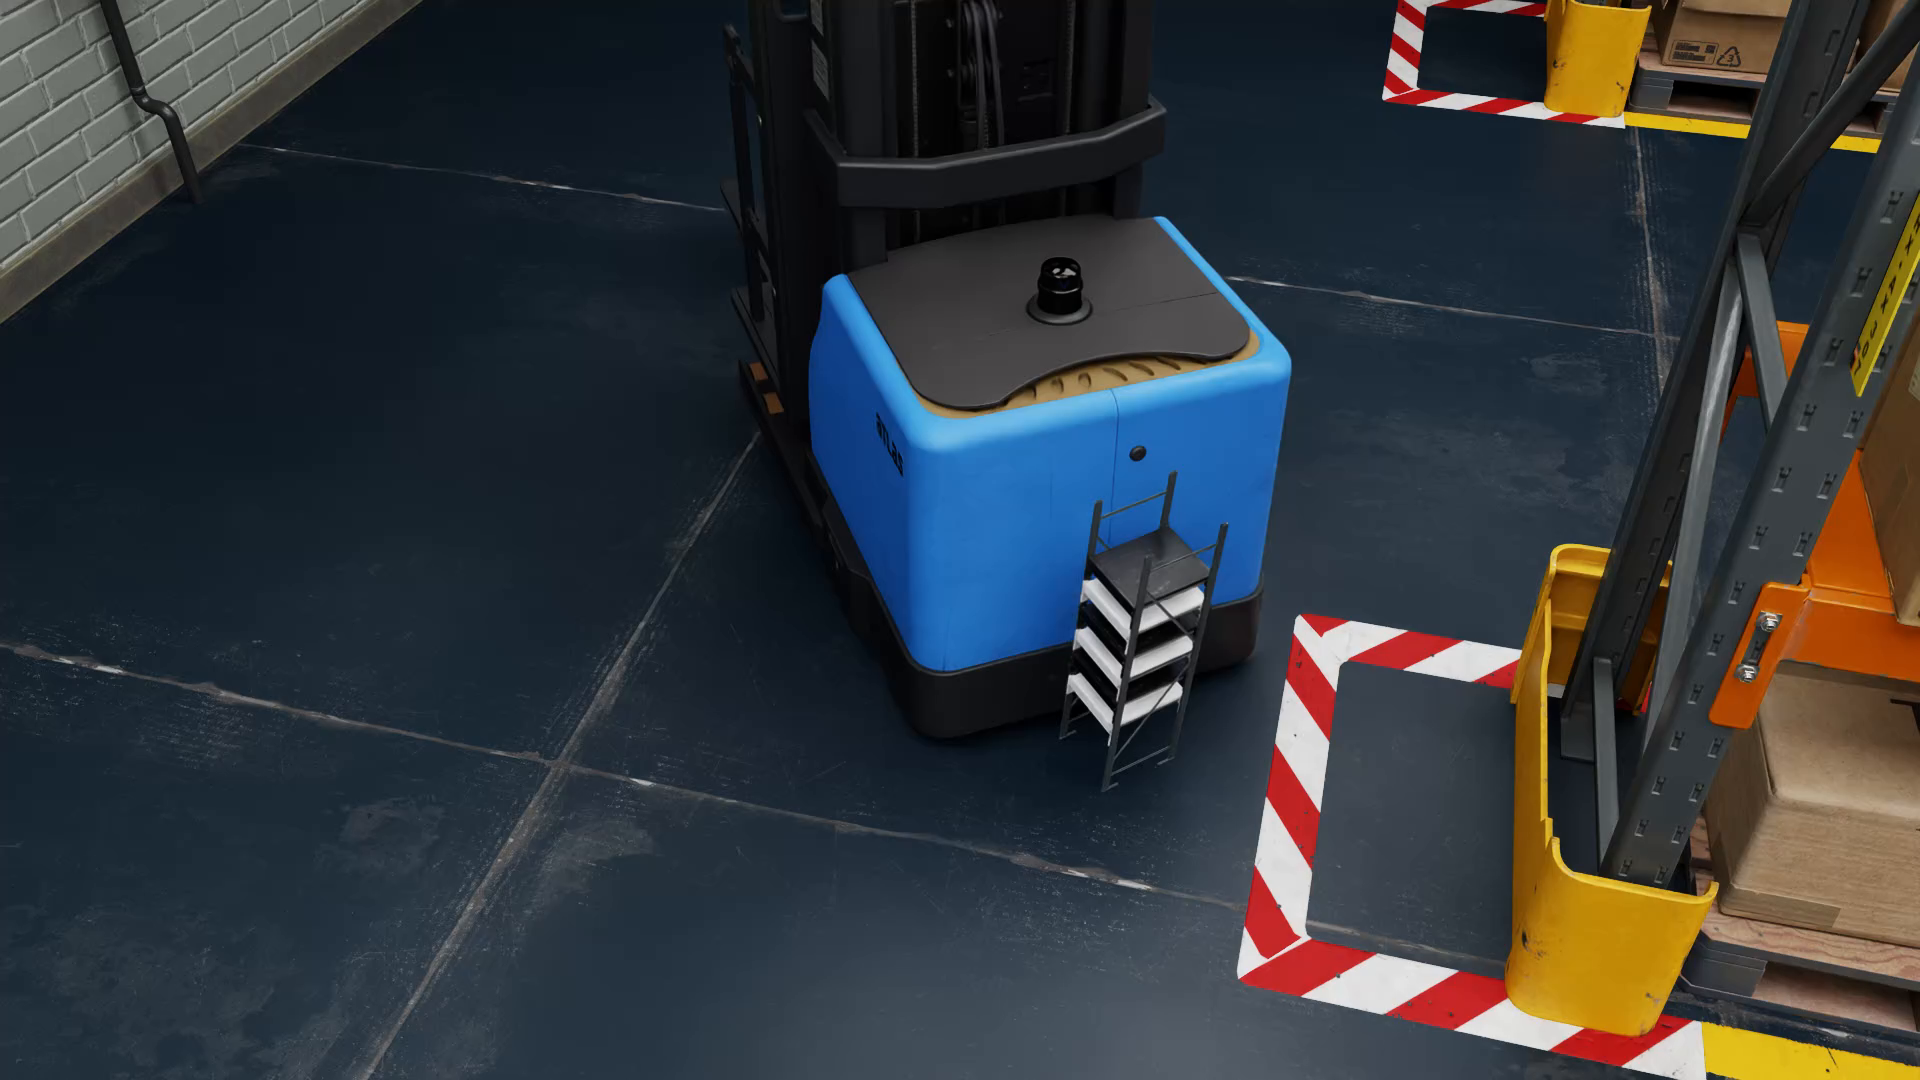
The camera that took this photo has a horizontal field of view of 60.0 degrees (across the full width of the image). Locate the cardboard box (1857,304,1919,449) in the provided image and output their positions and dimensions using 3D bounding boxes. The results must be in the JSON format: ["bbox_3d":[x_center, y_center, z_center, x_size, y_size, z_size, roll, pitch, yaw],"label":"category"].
[{"bbox_3d":[2.162,-0.492,3.425,0.500,0.500,0.500,10,41,12],"label":"cardboard box"}]

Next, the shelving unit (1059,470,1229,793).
[{"bbox_3d":[0.452,0.253,4.236,0.258,0.900,0.210,-21,50,-23],"label":"shelving unit"}]

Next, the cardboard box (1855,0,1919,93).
[{"bbox_3d":[4.289,-2.330,7.309,0.500,0.500,0.700,11,41,13],"label":"cardboard box"}]

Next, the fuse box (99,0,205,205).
[{"bbox_3d":[-3.142,-2.079,6.395,0.414,1.711,0.539,10,41,11],"label":"fuse box"}]

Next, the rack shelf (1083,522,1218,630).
[{"bbox_3d":[0.464,0.086,4.068,0.258,0.077,0.200,-21,50,-23],"label":"rack shelf"}]

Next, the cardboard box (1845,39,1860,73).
[{"bbox_3d":[3.874,-2.267,7.507,0.250,0.149,0.380,8,41,10],"label":"cardboard box"}]

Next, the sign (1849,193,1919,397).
[{"bbox_3d":[1.478,-0.387,2.644,0.005,0.325,0.100,10,41,11],"label":"sign"}]

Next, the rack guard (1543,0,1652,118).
[{"bbox_3d":[2.980,-2.484,7.819,0.348,0.500,1.175,10,41,11],"label":"rack guard"}]

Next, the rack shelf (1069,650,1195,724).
[{"bbox_3d":[0.445,0.340,4.323,0.258,0.077,0.200,-21,50,-23],"label":"rack shelf"}]

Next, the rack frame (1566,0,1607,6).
[{"bbox_3d":[2.907,-3.453,7.030,0.127,3.000,1.000,10,41,11],"label":"rack frame"}]

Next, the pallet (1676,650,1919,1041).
[{"bbox_3d":[2.420,0.783,4.154,1.213,0.211,1.003,10,41,11],"label":"pallet"}]

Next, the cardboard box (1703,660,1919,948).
[{"bbox_3d":[2.291,0.499,3.989,0.875,0.438,0.875,8,41,10],"label":"cardboard box"}]

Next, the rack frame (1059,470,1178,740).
[{"bbox_3d":[0.399,0.189,4.295,0.240,0.900,0.006,-21,50,-23],"label":"rack frame"}]

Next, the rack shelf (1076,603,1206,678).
[{"bbox_3d":[0.455,0.213,4.196,0.258,0.077,0.200,-21,50,-23],"label":"rack shelf"}]

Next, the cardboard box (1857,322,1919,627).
[{"bbox_3d":[2.017,-0.149,3.018,0.500,0.500,0.500,9,41,11],"label":"cardboard box"}]

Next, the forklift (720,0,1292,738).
[{"bbox_3d":[-0.123,-1.542,4.807,1.130,2.935,3.031,-13,42,-15],"label":"forklift"}]

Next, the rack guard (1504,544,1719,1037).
[{"bbox_3d":[1.604,0.584,4.166,0.348,0.500,1.175,10,41,11],"label":"rack guard"}]

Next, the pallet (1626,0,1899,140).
[{"bbox_3d":[3.751,-2.241,7.754,1.213,0.211,1.003,10,41,11],"label":"pallet"}]

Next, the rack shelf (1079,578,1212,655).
[{"bbox_3d":[0.459,0.149,4.132,0.258,0.077,0.200,-21,50,-23],"label":"rack shelf"}]

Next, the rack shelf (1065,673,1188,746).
[{"bbox_3d":[0.440,0.403,4.386,0.258,0.077,0.200,-21,50,-23],"label":"rack shelf"}]

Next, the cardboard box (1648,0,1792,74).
[{"bbox_3d":[3.473,-2.498,7.506,0.637,0.503,0.797,8,41,10],"label":"cardboard box"}]

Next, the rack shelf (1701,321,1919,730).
[{"bbox_3d":[3.560,0.239,3.193,4.000,0.370,1.077,10,41,11],"label":"rack shelf"}]

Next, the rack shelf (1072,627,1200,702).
[{"bbox_3d":[0.450,0.276,4.259,0.258,0.077,0.200,-21,50,-23],"label":"rack shelf"}]

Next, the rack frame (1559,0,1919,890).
[{"bbox_3d":[1.628,-0.369,3.357,0.127,3.000,1.000,10,41,11],"label":"rack frame"}]

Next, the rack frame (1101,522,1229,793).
[{"bbox_3d":[0.504,0.317,4.176,0.240,0.900,0.006,-21,50,-23],"label":"rack frame"}]
